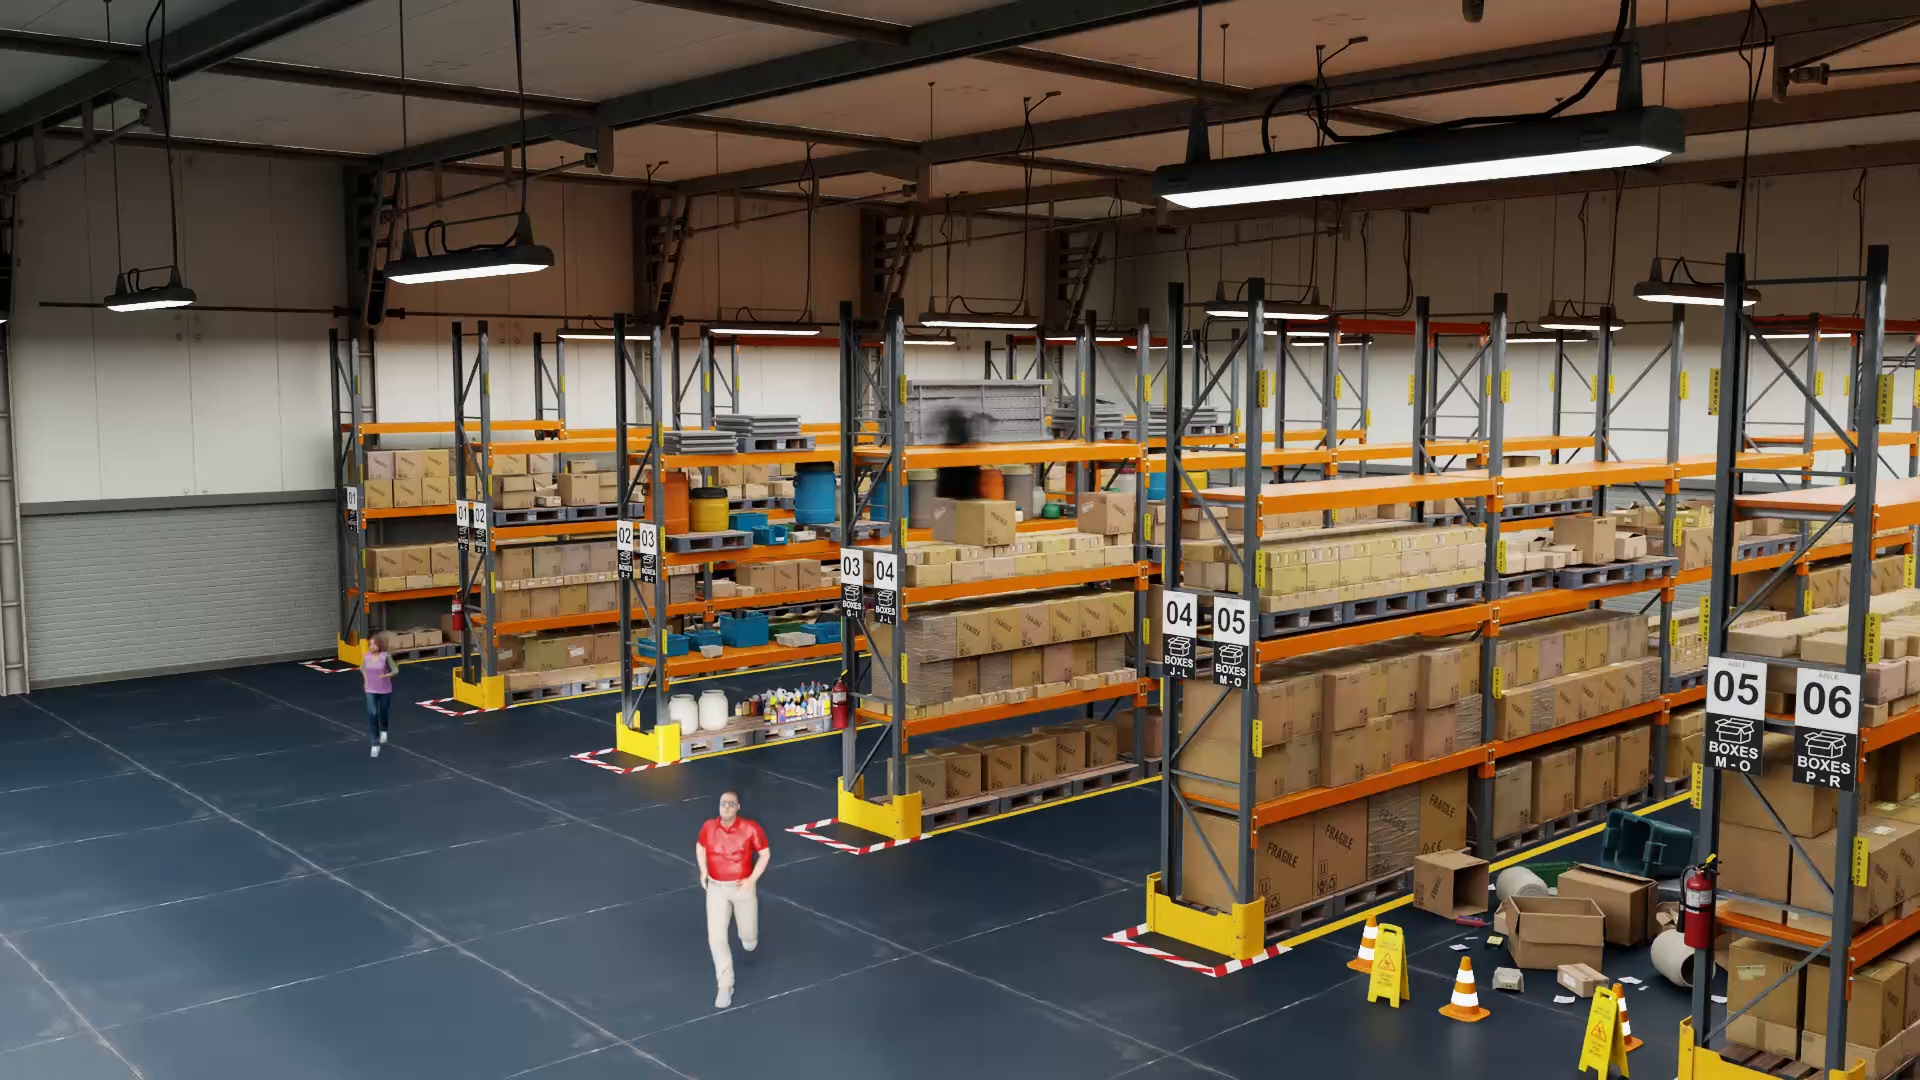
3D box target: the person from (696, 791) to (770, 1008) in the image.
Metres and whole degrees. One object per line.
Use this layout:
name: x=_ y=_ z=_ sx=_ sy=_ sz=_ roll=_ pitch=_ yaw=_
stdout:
person: x=-1.920 y=2.963 z=14.052 sx=0.643 sy=1.719 sz=1.018 roll=0 pitch=6 yaw=-2

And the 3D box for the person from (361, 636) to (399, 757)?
person: x=-7.981 y=2.108 z=22.887 sx=0.523 sy=1.617 sz=0.817 roll=-1 pitch=6 yaw=-10
